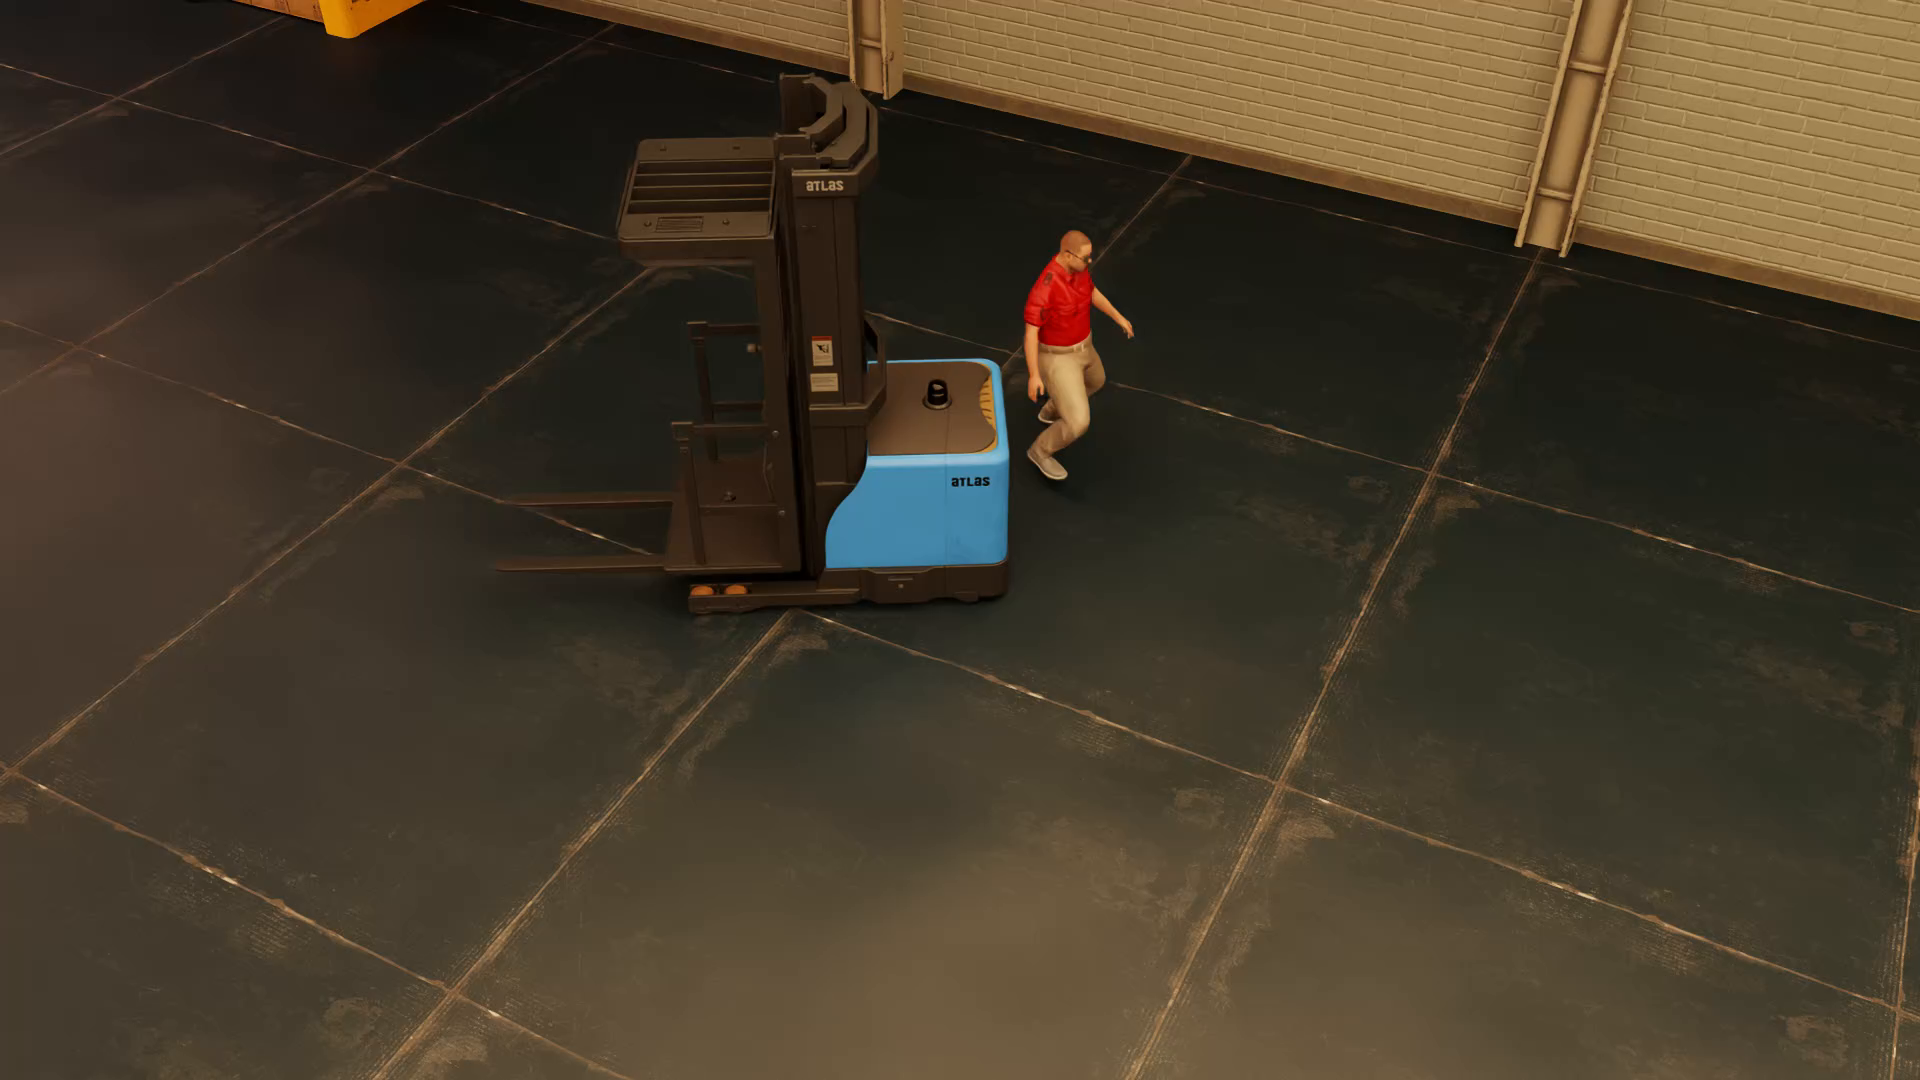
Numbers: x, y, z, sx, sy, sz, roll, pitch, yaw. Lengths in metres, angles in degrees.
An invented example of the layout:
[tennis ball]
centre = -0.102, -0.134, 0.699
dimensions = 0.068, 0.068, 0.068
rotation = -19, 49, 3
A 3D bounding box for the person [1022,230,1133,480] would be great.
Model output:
[person]
centre = 0.690, -1.202, 10.465
dimensions = 0.642, 1.617, 0.961
rotation = 23, 45, 25

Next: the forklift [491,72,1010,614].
[forklift]
centre = -1.243, -1.038, 9.218
dimensions = 3.031, 2.935, 1.130
rotation = -1, 40, -2
